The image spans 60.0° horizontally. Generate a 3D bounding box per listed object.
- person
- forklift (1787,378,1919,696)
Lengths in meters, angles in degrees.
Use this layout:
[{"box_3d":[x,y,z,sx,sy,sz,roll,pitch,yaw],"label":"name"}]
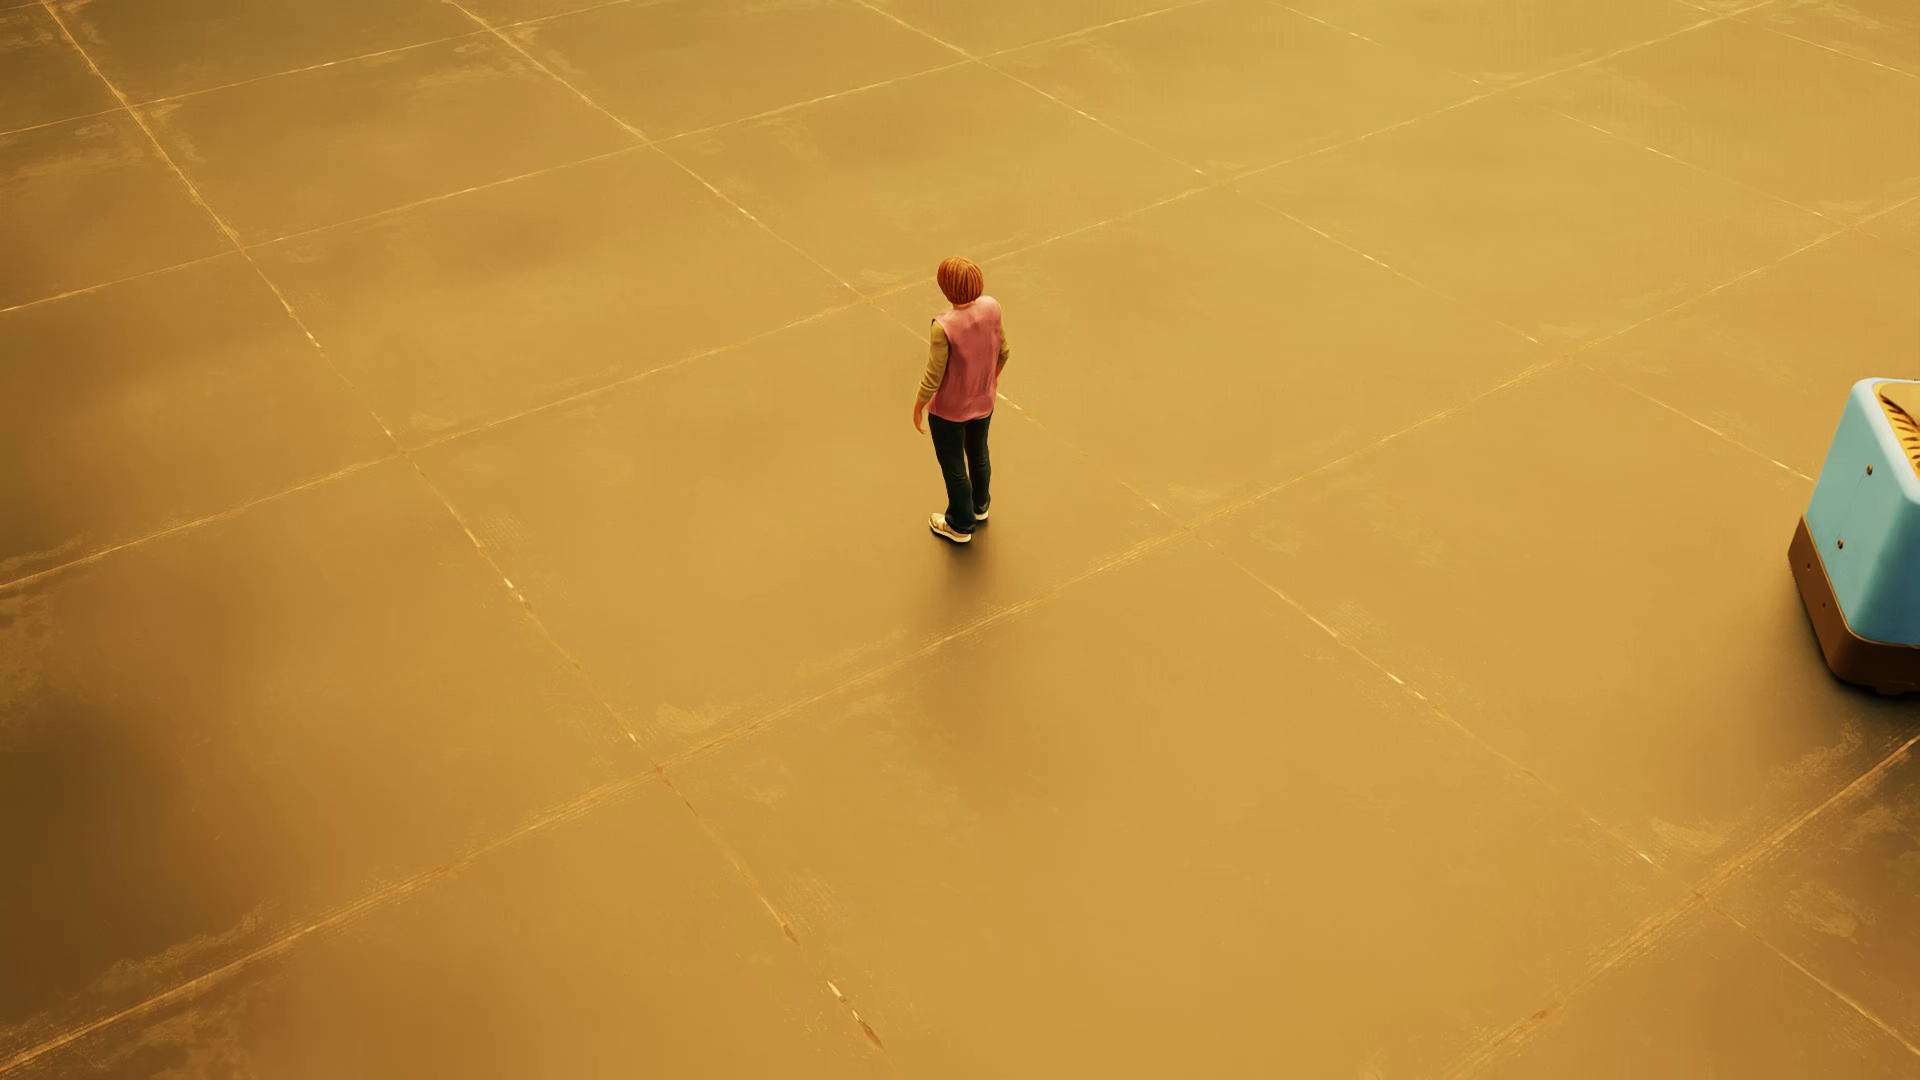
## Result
[{"box_3d":[-0.031,-0.689,7.985,0.520,1.597,0.476,-23,42,-28],"label":"person"},{"box_3d":[5.490,-0.637,6.806,3.031,2.935,1.130,6,37,8],"label":"forklift"}]
